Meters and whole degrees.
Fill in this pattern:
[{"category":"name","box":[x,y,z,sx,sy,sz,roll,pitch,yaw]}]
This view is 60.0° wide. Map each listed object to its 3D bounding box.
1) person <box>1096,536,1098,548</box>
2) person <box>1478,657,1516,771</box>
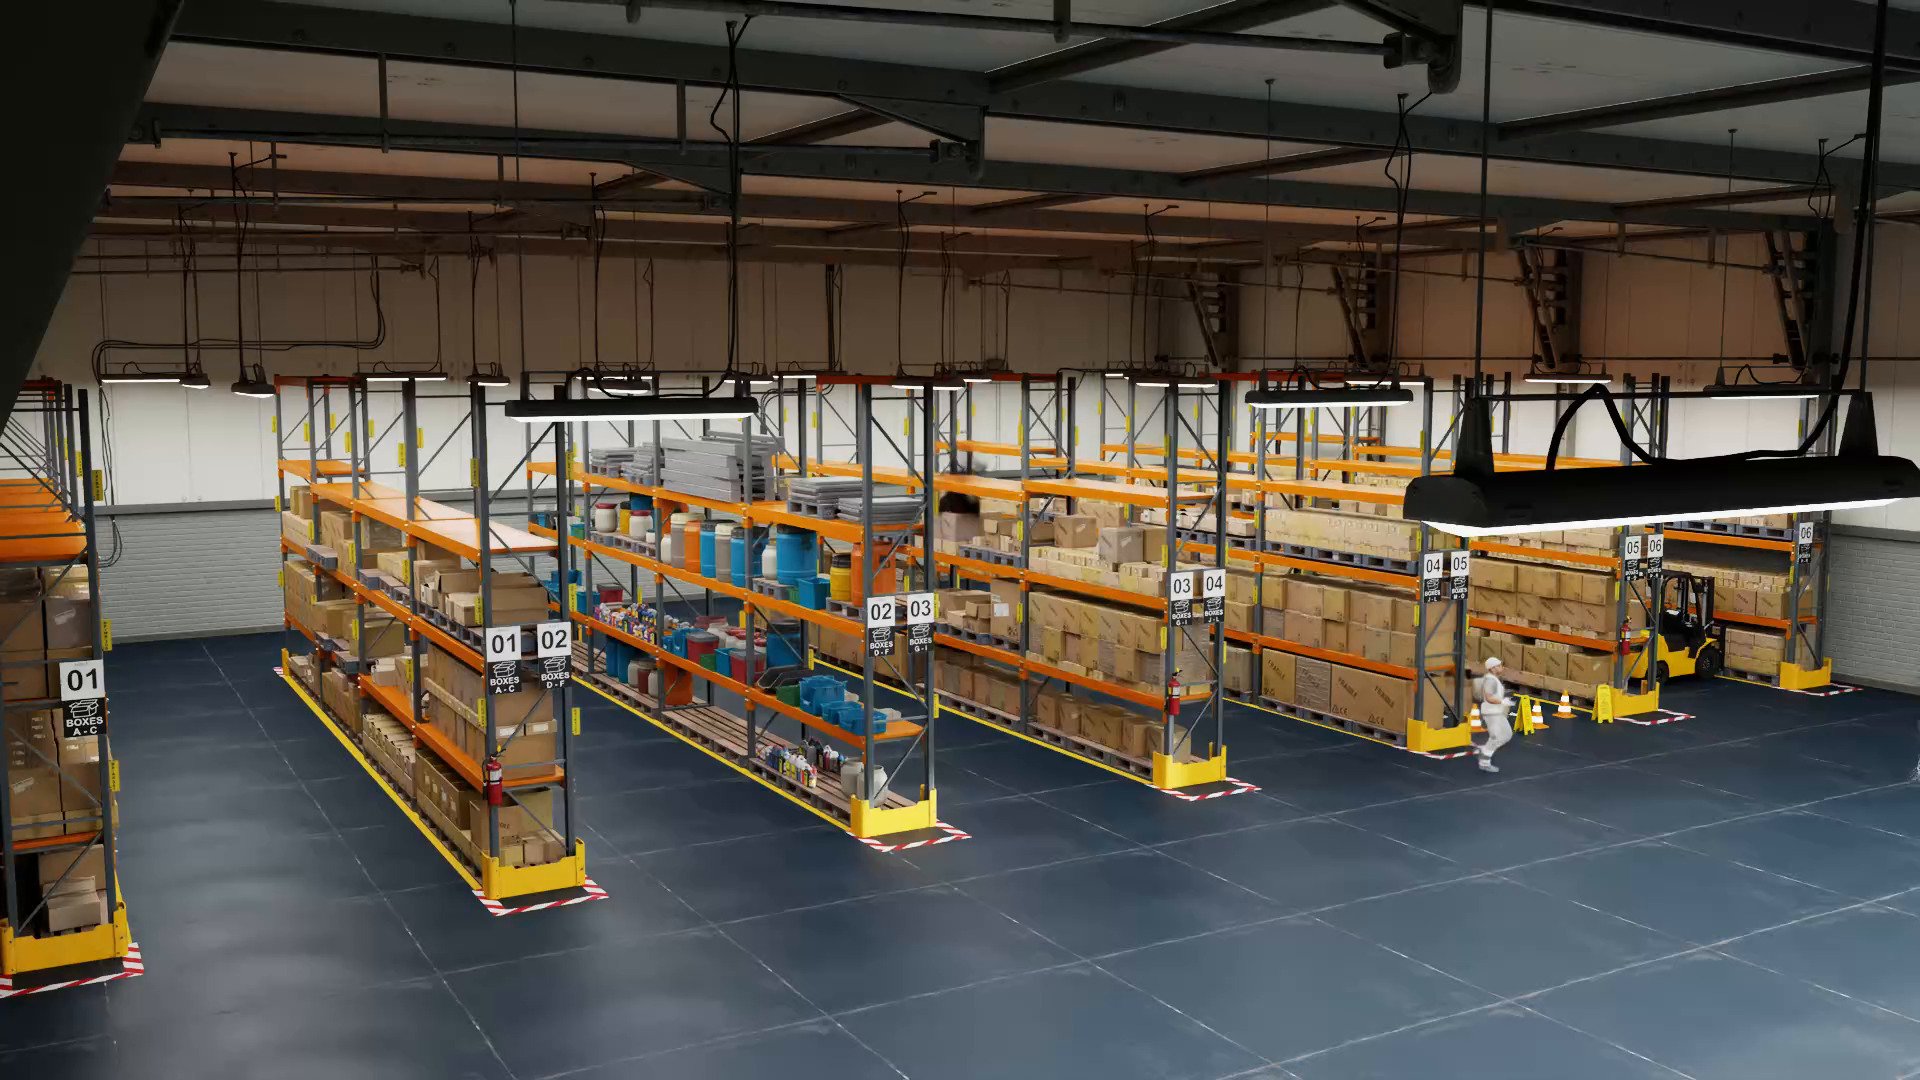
[{"category":"person","box":[3.683,0.648,44.669,0.674,1.702,0.651,0,6,-4]},{"category":"person","box":[8.246,2.671,25.507,0.562,1.753,0.678,3,7,25]}]
